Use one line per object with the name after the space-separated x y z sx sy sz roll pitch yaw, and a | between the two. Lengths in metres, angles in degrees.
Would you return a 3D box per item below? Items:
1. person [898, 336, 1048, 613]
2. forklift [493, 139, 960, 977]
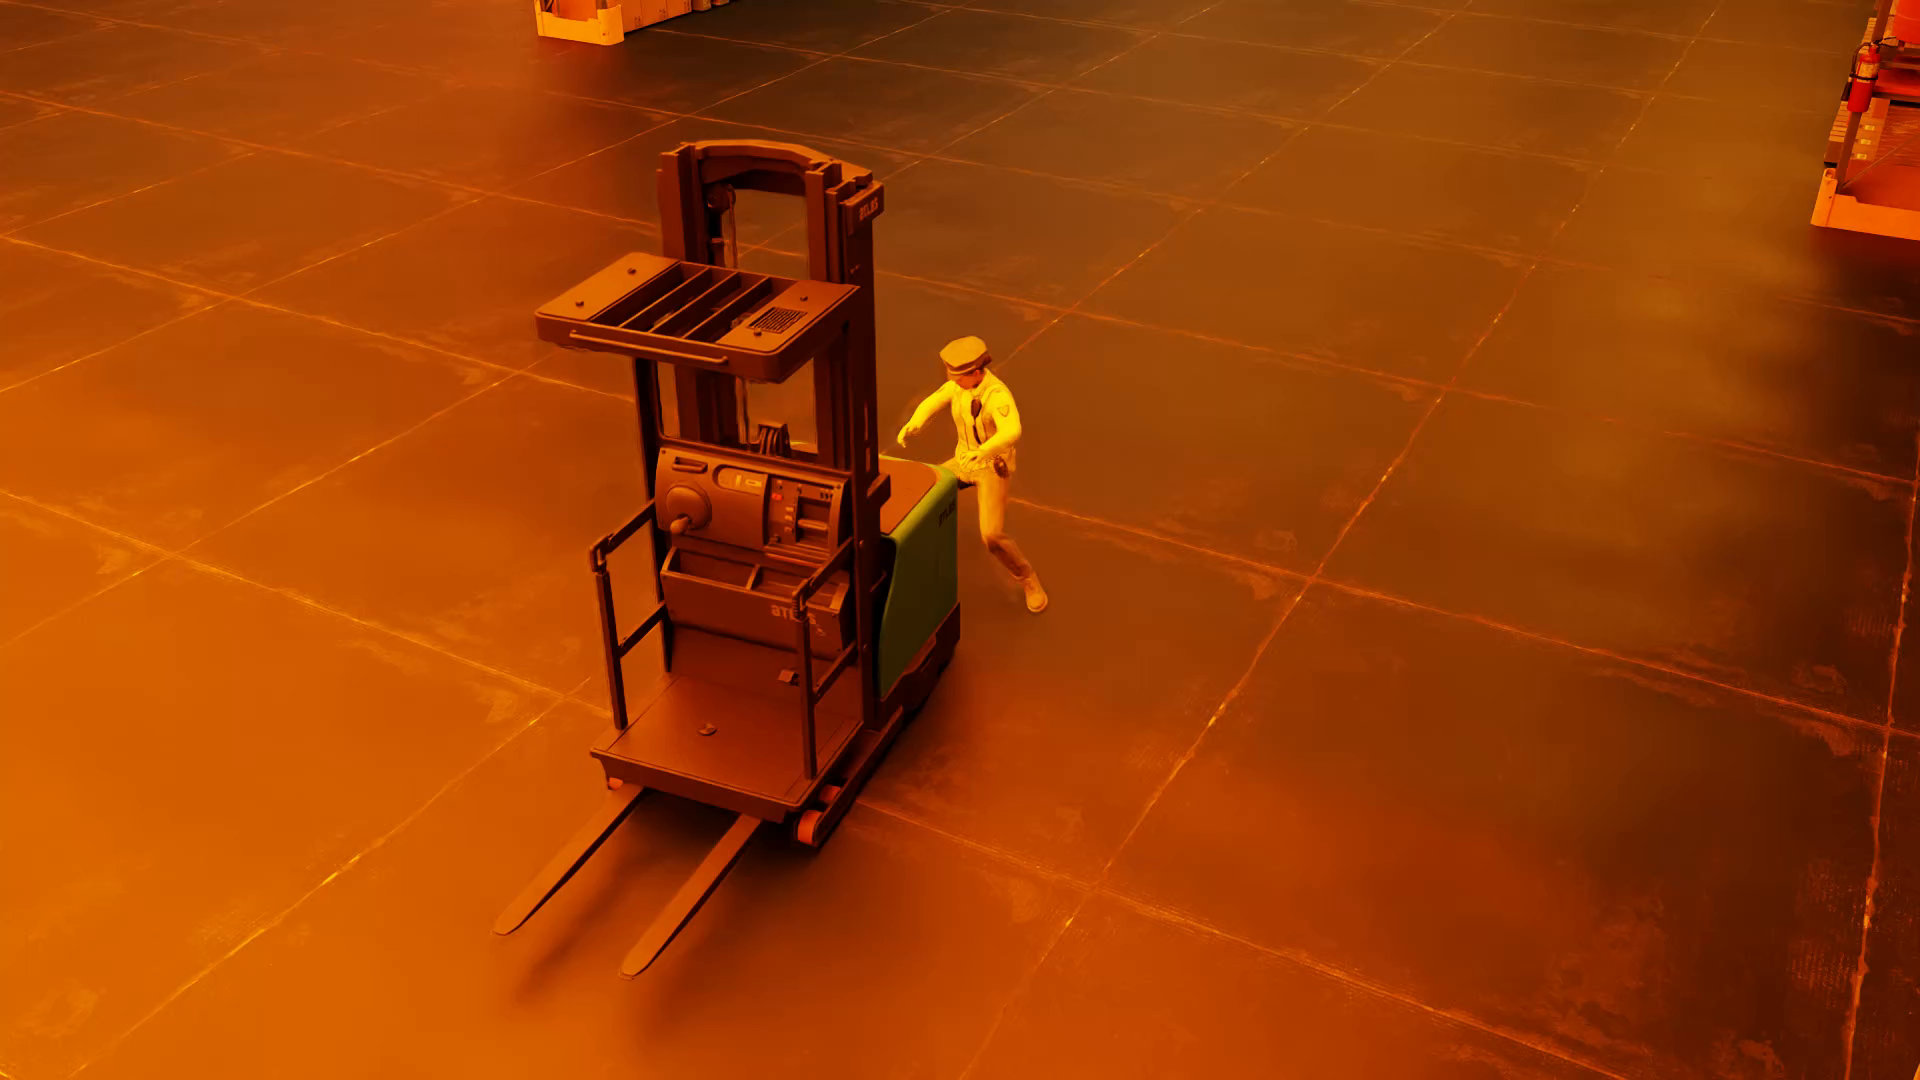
0.018 -0.399 9.240 0.630 1.452 1.162 -19 35 -30 | person
-1.025 -0.115 7.270 1.130 2.935 3.031 12 32 19 | forklift
